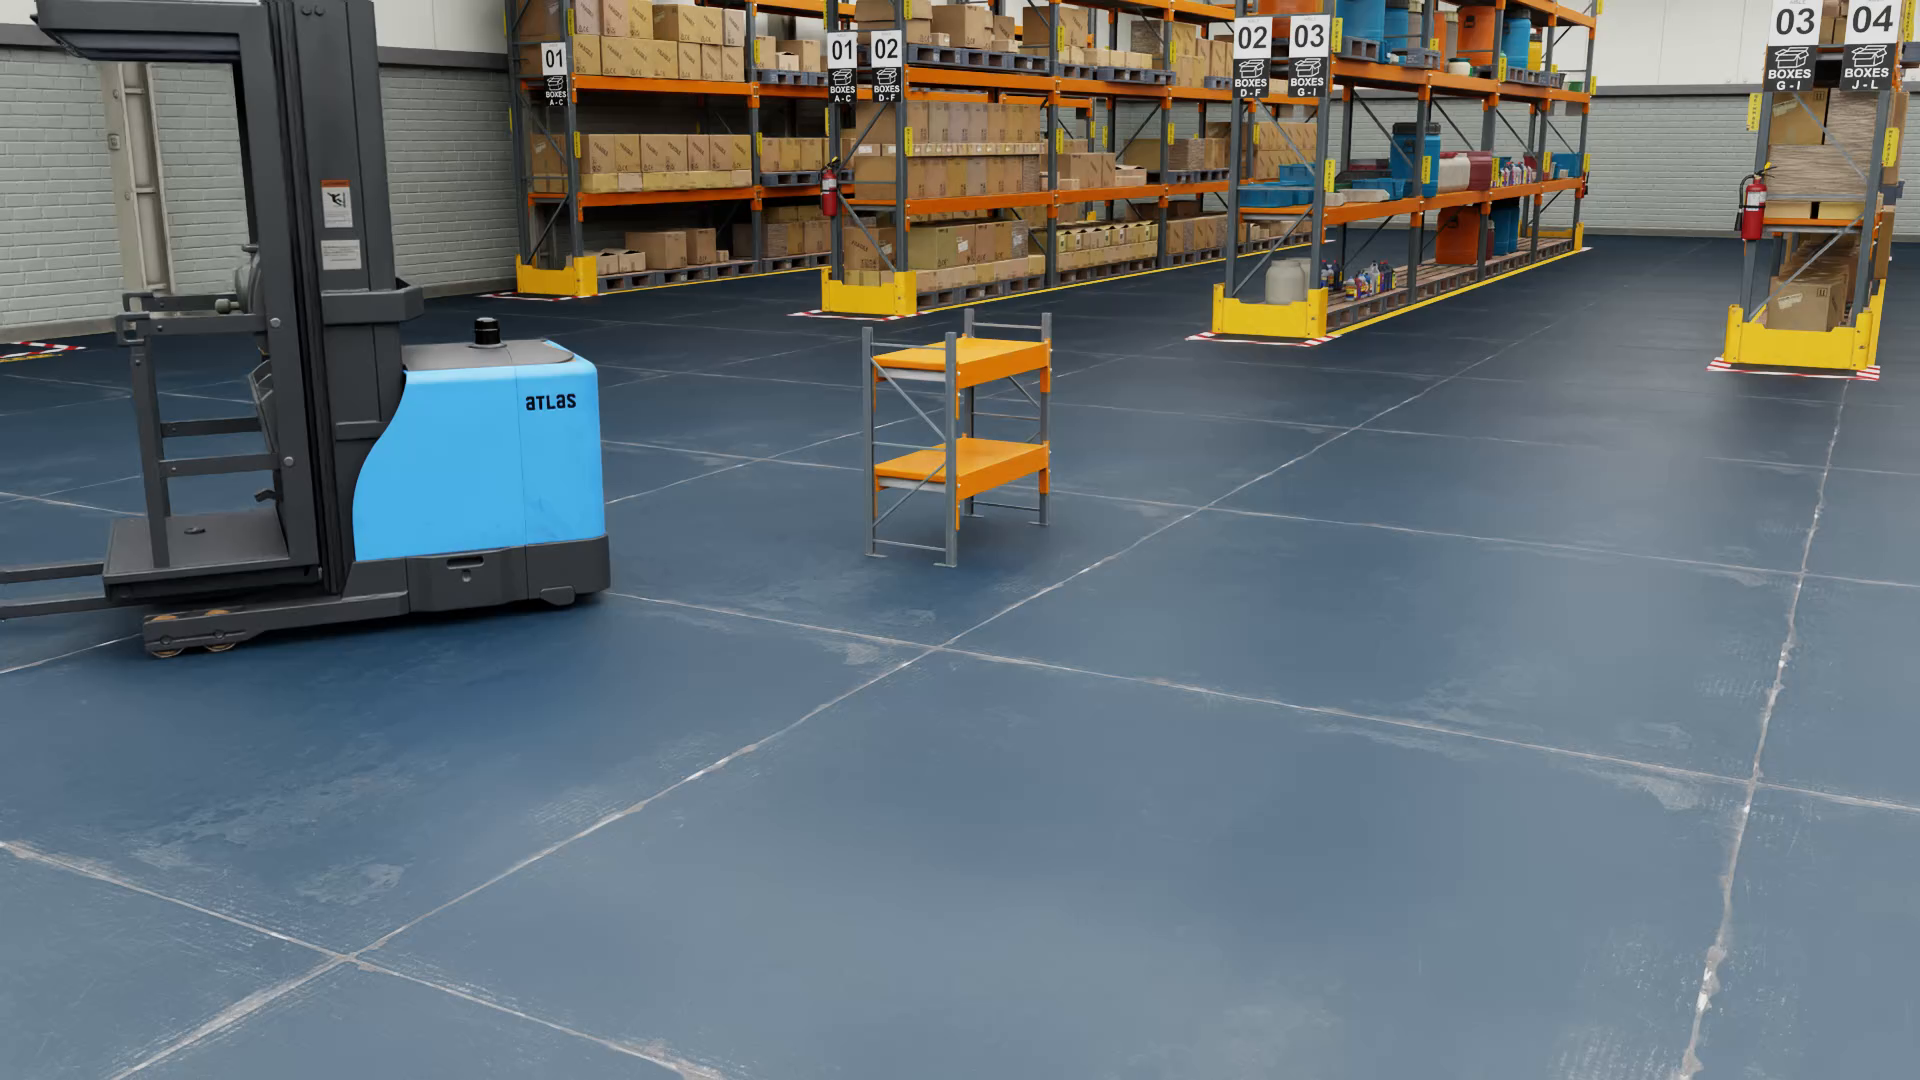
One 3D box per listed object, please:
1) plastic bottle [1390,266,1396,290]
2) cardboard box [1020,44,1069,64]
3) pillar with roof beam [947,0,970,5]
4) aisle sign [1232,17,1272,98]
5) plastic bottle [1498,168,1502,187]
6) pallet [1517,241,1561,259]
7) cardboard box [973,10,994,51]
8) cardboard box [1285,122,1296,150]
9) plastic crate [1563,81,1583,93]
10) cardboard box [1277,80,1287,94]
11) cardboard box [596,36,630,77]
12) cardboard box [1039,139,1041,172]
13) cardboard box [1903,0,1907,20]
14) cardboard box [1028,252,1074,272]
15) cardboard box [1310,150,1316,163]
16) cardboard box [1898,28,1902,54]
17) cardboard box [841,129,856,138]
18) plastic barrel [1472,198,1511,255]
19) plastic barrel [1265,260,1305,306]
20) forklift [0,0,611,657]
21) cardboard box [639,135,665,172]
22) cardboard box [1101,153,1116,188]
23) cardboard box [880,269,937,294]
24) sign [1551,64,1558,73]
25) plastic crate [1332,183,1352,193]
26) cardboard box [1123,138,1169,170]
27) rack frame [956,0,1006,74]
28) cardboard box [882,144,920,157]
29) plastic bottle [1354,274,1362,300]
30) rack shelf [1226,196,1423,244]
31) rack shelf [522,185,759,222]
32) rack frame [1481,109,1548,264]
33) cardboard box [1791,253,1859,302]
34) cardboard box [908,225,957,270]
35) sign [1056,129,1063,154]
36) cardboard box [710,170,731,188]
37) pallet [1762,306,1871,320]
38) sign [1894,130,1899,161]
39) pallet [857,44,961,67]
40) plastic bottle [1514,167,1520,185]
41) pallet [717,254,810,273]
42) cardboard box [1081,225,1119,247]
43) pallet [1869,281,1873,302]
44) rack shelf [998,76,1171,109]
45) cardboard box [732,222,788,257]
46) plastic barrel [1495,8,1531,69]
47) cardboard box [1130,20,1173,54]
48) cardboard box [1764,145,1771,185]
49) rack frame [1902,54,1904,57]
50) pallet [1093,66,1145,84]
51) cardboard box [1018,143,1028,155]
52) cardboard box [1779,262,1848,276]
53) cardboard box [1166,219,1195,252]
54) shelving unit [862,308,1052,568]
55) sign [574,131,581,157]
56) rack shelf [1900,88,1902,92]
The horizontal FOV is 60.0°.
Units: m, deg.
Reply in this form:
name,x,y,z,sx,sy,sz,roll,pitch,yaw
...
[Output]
name,x,y,z,sx,sy,sz,roll,pitch,yaw
plastic bottle,5.252,-3.193,20.236,0.061,0.283,0.133,8,16,31
cardboard box,1.167,-6.713,23.001,0.500,0.250,0.500,9,16,34
pillar with roof beam,3.740,-9.870,30.273,9.100,9.000,0.400,7,15,28
aisle sign,2.967,-4.898,16.903,0.394,0.787,0.004,7,15,28
plastic bottle,8.061,-5.417,24.850,0.061,0.283,0.133,7,15,28
pallet,9.973,-5.128,29.354,1.003,0.211,1.213,7,15,28
cardboard box,-0.045,-6.455,21.093,0.797,0.503,0.637,9,16,34
cardboard box,5.949,-7.556,31.129,0.500,0.500,0.500,8,16,30
plastic crate,10.770,-8.018,29.445,0.450,0.188,0.336,7,15,28
cardboard box,5.668,-8.301,30.484,0.500,0.250,0.500,7,15,28
cardboard box,-4.739,-6.401,22.027,0.500,0.500,0.500,9,16,32
cardboard box,1.024,-7.604,33.035,0.980,0.700,0.700,7,15,27
cardboard box,9.537,-5.648,17.246,0.500,0.500,0.500,7,15,26
cardboard box,1.273,-3.920,23.364,0.500,0.250,0.500,7,15,27
cardboard box,6.684,-7.386,32.556,0.500,0.500,0.500,8,16,30
cardboard box,8.791,-4.824,16.063,0.500,0.250,0.500,8,16,30
cardboard box,-1.827,-6.815,27.865,0.380,0.149,0.250,5,14,19
plastic barrel,8.443,-5.006,26.480,0.600,0.901,0.708,7,15,28
plastic barrel,3.513,-2.754,17.968,0.421,0.512,0.421,0,14,0
forklift,-3.109,-1.099,6.840,3.031,2.935,1.130,-6,15,-24
cardboard box,-4.414,-5.309,22.830,0.500,0.500,0.500,7,15,26
cardboard box,1.998,-5.521,24.821,0.500,0.500,0.500,6,15,25
cardboard box,-0.619,-3.129,20.085,0.500,0.250,0.500,7,15,28
sign,9.543,-7.477,26.729,0.100,0.325,0.005,7,15,28
plastic crate,4.292,-4.086,19.535,0.450,0.188,0.662,7,15,28
cardboard box,3.001,-6.213,26.796,0.700,0.500,0.500,2,14,9
rack frame,0.390,-10.116,31.294,1.000,3.000,0.127,7,15,28
cardboard box,-0.694,-4.597,19.605,0.380,0.149,0.250,7,15,28
plastic bottle,4.536,-2.890,18.977,0.061,0.283,0.133,8,16,29
rack shelf,4.229,-3.676,18.916,1.077,0.370,4.000,7,15,28
rack shelf,-4.444,-4.798,23.571,1.077,0.370,4.000,7,15,28
rack frame,9.063,-6.077,27.341,1.000,3.000,0.127,7,15,28
cardboard box,9.847,-2.997,18.959,0.700,0.500,0.500,6,15,24
cardboard box,-0.379,-3.597,20.424,0.500,0.500,0.500,7,15,28
sign,1.348,-5.395,22.494,0.100,0.325,0.005,7,15,28
cardboard box,-3.689,-5.262,24.239,0.500,0.250,0.500,7,15,28
pallet,9.237,-2.377,17.944,1.003,0.211,1.213,7,15,28
sign,10.010,-4.236,17.856,0.100,0.325,0.005,7,15,28
pallet,-0.708,-5.735,19.709,1.003,0.211,1.213,7,15,28
plastic bottle,8.670,-5.693,26.014,0.152,0.276,0.135,7,15,28
pallet,-3.102,-4.363,26.179,1.003,0.211,1.213,7,15,28
cardboard box,2.021,-4.510,24.615,0.500,0.311,0.500,8,16,30
pallet,11.086,-3.180,21.272,1.003,0.211,1.213,7,15,28
rack shelf,1.828,-6.517,24.299,1.077,0.370,4.000,7,15,28
cardboard box,-3.136,-4.710,26.065,0.700,0.500,0.500,8,16,30
plastic barrel,8.372,-7.616,25.357,0.600,0.901,0.708,7,15,28
cardboard box,3.011,-7.900,26.156,0.500,0.500,0.500,7,15,28
cardboard box,8.024,-3.473,15.692,0.875,0.500,0.500,7,15,28
rack frame,13.399,-8.432,24.310,1.000,3.000,0.127,7,15,28
pallet,2.007,-6.806,24.366,1.003,0.211,1.213,8,16,31
cardboard box,0.671,-5.177,22.011,0.380,0.149,0.250,7,15,26
cardboard box,9.033,-2.668,17.637,0.500,0.500,0.500,-12,18,-41
cardboard box,3.513,-4.986,27.211,0.500,0.500,0.500,7,15,26
shelving unit,0.003,-0.548,8.407,0.538,1.125,1.048,7,15,28
sign,-4.936,-5.097,21.429,0.100,0.325,0.005,7,15,28
rack shelf,14.365,-7.035,26.448,1.077,0.370,4.000,7,15,28
